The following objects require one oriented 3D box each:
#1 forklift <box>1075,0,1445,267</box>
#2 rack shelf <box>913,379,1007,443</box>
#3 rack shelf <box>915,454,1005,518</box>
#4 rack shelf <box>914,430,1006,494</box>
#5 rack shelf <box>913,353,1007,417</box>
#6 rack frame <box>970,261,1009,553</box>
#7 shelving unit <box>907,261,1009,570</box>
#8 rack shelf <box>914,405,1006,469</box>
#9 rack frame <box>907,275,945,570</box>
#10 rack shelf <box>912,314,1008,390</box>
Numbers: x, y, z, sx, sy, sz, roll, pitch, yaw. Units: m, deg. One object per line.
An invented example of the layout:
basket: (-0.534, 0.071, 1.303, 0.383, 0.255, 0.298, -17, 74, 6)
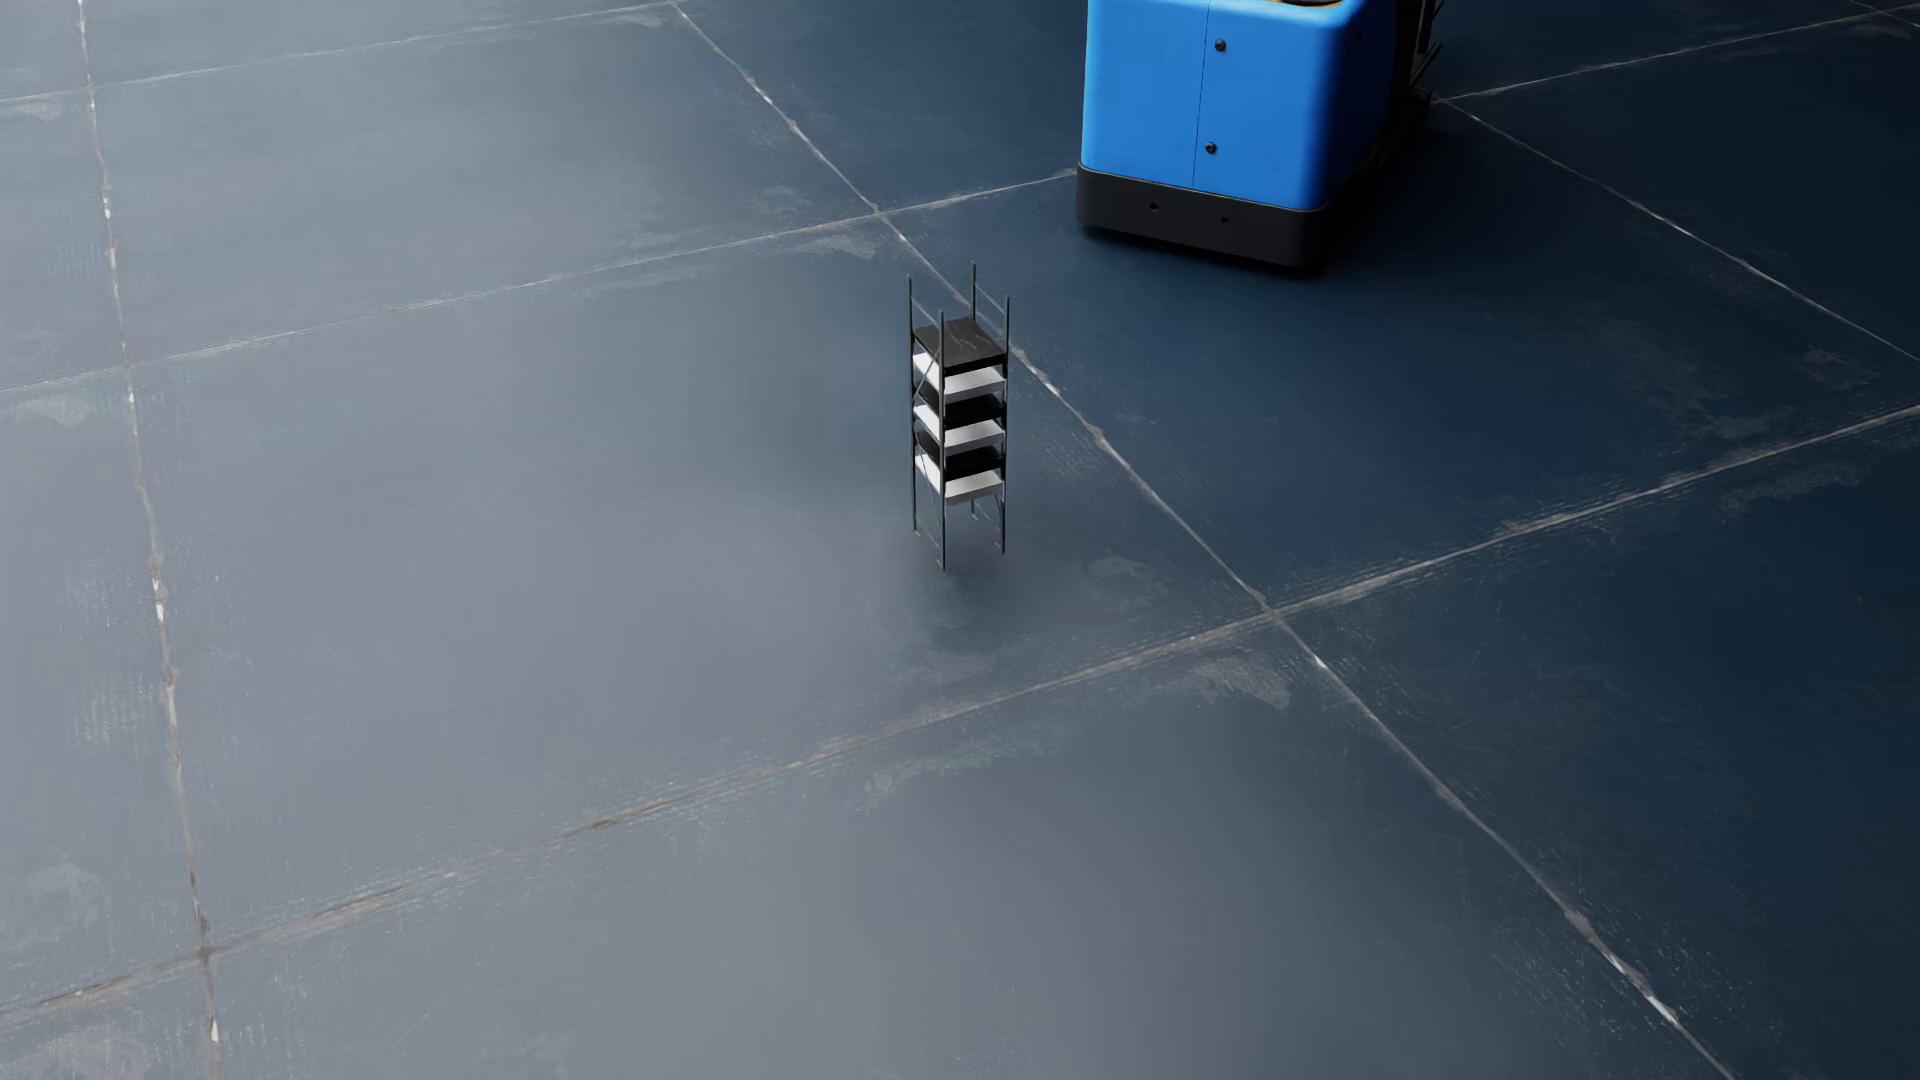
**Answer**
forklift: (1.576, -3.126, 7.004, 1.130, 2.935, 3.031, 16, 39, 20)
rack shelf: (-0.007, -0.405, 4.945, 0.200, 0.077, 0.258, -16, 39, -20)
rack shelf: (-0.007, -0.188, 5.106, 0.200, 0.077, 0.258, -16, 39, -20)
rack shelf: (-0.007, -0.260, 5.053, 0.200, 0.077, 0.258, -16, 39, -20)
rack shelf: (-0.007, -0.477, 4.892, 0.200, 0.077, 0.258, -16, 39, -20)
rack frame: (0.085, -0.385, 5.014, 0.006, 0.900, 0.240, -16, 39, -20)
shelving unit: (-0.007, -0.359, 4.979, 0.210, 0.900, 0.258, -16, 39, -20)
rack shelf: (-0.007, -0.333, 4.999, 0.200, 0.077, 0.258, -16, 39, -20)
rack frame: (-0.099, -0.334, 4.944, 0.006, 0.900, 0.240, -16, 39, -20)
rack shelf: (-0.007, -0.549, 4.838, 0.200, 0.077, 0.258, -16, 39, -20)
